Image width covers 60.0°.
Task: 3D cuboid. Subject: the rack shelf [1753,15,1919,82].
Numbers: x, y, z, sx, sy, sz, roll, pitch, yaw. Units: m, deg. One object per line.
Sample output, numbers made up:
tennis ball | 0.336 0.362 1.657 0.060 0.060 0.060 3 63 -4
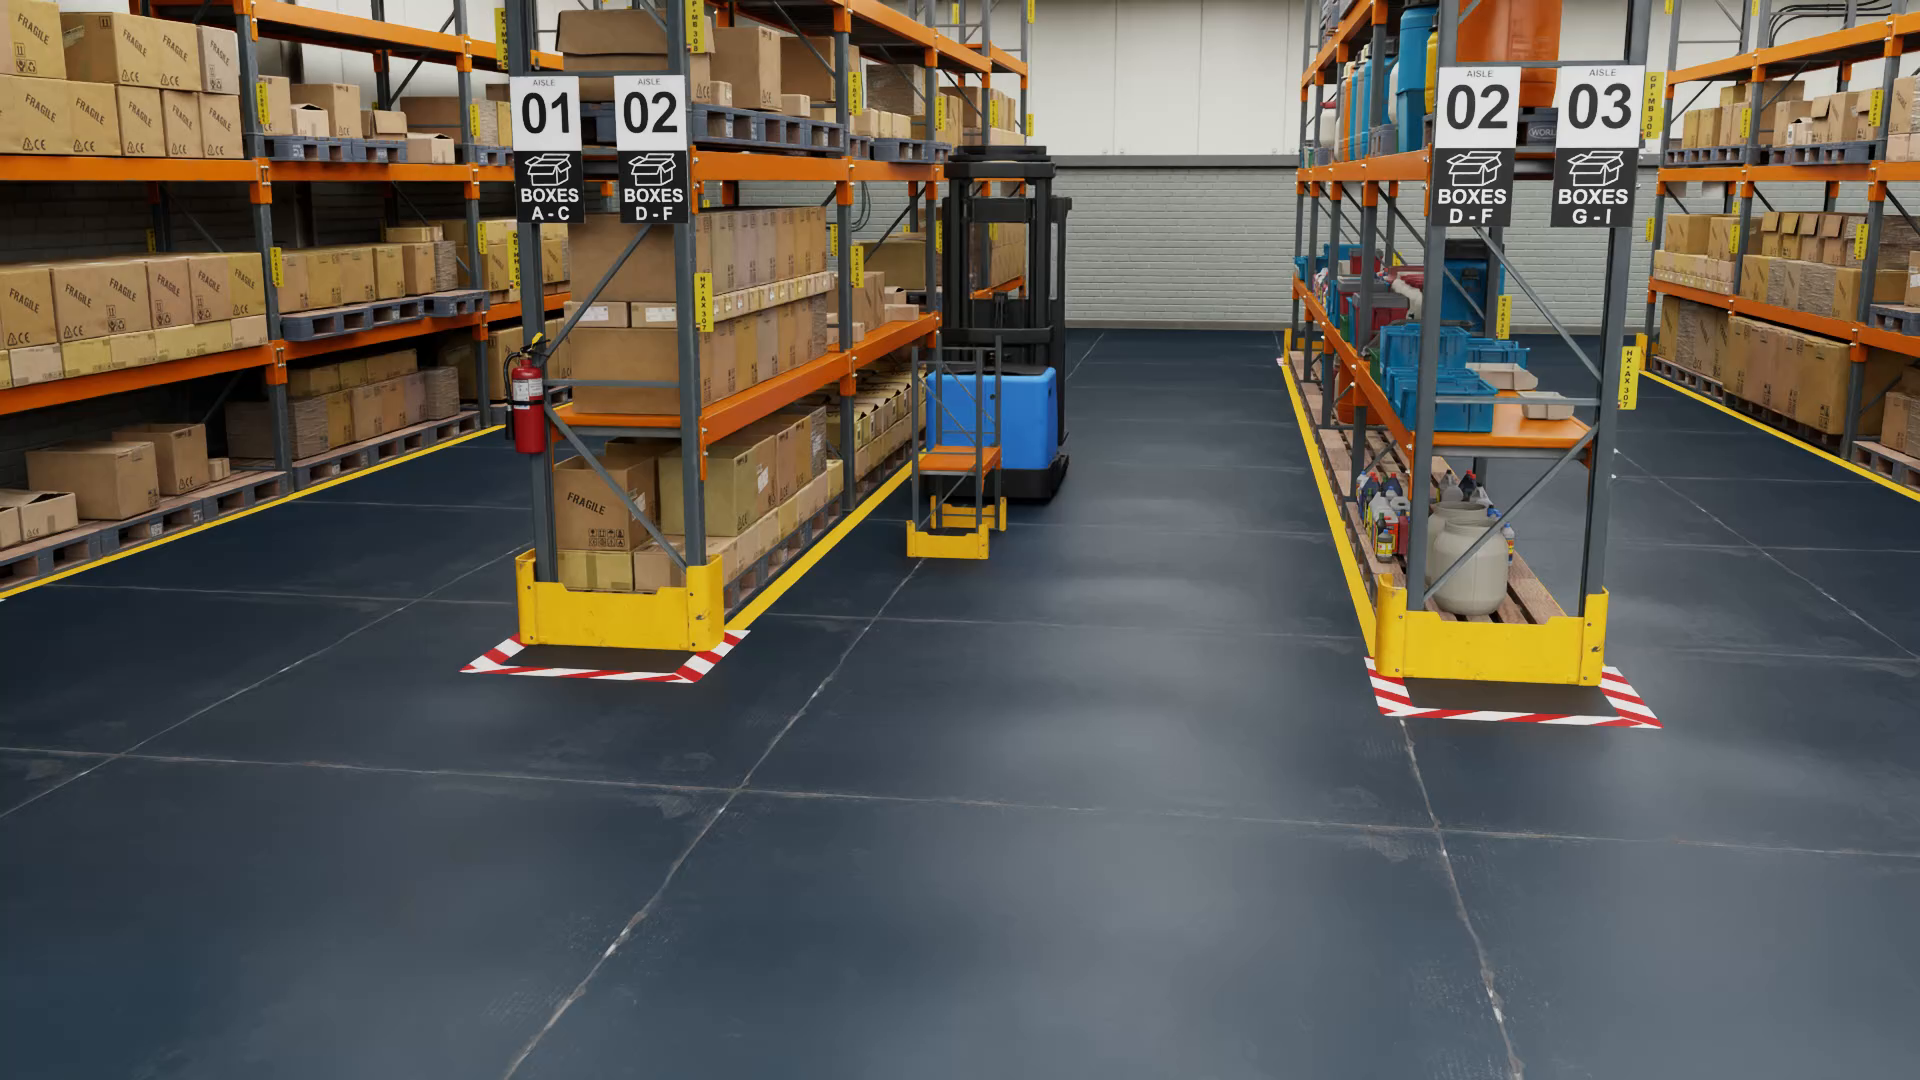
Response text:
rack shelf | 9.348 -5.030 17.129 1.077 0.370 4.000 2 12 9

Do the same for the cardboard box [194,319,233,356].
cardboard box | -6.116 -1.601 13.112 0.500 0.250 0.500 2 12 9

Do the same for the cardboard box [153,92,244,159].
cardboard box | -6.092 -3.288 13.226 0.500 0.500 0.500 2 12 10

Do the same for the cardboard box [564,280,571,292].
cardboard box | -4.985 -3.138 20.483 0.380 0.149 0.250 2 12 9

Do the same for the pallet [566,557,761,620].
pallet | -1.902 0.318 10.516 1.003 0.211 1.213 2 12 9

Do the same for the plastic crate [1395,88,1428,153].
plastic crate | 2.912 -2.588 10.301 0.392 0.384 0.575 2 12 9

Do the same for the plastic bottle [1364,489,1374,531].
plastic bottle | 2.902 -0.216 11.779 0.061 0.283 0.133 2 12 11

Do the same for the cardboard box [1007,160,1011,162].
cardboard box | 0.420 -5.181 22.649 0.500 0.250 0.500 2 12 9

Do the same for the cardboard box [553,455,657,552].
cardboard box | -2.189 -0.233 10.206 0.500 0.500 0.500 2 12 9

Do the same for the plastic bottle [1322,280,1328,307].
plastic bottle | 3.963 -2.667 18.027 0.061 0.283 0.133 2 12 9

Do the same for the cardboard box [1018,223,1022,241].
cardboard box | 0.609 -4.546 23.856 0.500 0.500 0.500 2 12 10

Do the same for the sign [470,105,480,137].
sign | -5.107 -4.410 17.491 0.100 0.325 0.005 2 12 9

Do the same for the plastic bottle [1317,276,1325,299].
plastic bottle | 4.172 -2.884 19.048 0.152 0.276 0.135 2 12 9

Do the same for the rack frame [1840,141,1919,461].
rack frame | 9.040 -2.228 15.711 1.000 3.000 0.127 2 12 9

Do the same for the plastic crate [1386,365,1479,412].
plastic crate | 2.803 -0.899 9.899 0.499 0.251 0.408 2 12 9

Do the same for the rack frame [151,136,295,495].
rack frame | -6.258 -1.877 14.082 1.000 3.000 0.127 2 12 9

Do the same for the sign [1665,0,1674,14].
sign | 9.723 -7.379 22.781 0.100 0.325 0.005 2 12 9

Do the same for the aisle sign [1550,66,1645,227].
aisle sign | 3.194 -1.969 8.341 0.394 0.787 0.004 2 12 9

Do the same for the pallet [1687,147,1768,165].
pallet | 9.982 -4.907 21.232 1.003 0.211 1.213 2 12 9

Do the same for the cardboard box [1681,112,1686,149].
cardboard box | 10.244 -5.553 22.547 0.700 0.500 0.500 1 12 5

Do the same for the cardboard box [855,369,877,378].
cardboard box | -1.118 -1.585 16.929 0.500 0.311 0.500 2 12 11

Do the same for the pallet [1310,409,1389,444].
pallet | 4.227 -1.191 17.517 1.003 0.211 1.213 2 12 9

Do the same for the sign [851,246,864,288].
sign | -0.814 -2.161 13.159 0.100 0.325 0.005 2 12 9

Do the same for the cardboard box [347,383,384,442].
cardboard box | -6.013 -1.238 16.006 0.700 0.500 0.500 2 12 9

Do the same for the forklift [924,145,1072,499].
forklift | 0.419 -2.037 14.987 1.130 2.935 3.031 2 12 8

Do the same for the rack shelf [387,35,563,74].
rack shelf | -5.335 -5.511 19.363 1.077 0.370 4.000 2 12 9

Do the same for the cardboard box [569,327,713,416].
cardboard box | -1.893 -1.030 9.915 0.700 0.500 0.500 2 12 9

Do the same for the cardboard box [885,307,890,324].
cardboard box | -0.888 -2.160 15.990 0.380 0.149 0.250 3 12 13

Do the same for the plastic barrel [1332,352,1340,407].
plastic barrel | 4.379 -1.752 18.232 0.600 0.588 0.708 2 12 9

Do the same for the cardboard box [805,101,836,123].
cardboard box | -1.258 -3.443 13.590 0.500 0.250 0.500 3 13 15

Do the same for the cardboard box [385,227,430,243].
cardboard box | -5.701 -3.150 17.169 0.380 0.149 0.250 0 12 -1

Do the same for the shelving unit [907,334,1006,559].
shelving unit | -0.012 -0.717 12.262 0.587 1.500 1.083 2 12 9

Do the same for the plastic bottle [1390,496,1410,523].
plastic bottle | 3.053 -0.157 11.525 0.152 0.276 0.135 2 12 9

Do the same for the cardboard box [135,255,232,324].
cardboard box | -6.096 -1.967 13.030 0.500 0.500 0.500 2 12 8

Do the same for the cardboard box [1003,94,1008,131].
cardboard box | 0.289 -5.903 23.032 0.700 0.500 0.500 2 12 9

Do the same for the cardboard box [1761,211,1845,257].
cardboard box | 9.566 -3.467 18.841 0.797 0.503 0.637 2 12 7

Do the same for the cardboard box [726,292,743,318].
cardboard box | -1.586 -1.484 10.484 0.380 0.149 0.250 2 12 8

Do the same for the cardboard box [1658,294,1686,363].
cardboard box | 10.251 -2.924 22.988 0.875 0.875 0.875 2 12 9

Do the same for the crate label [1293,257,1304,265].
crate label | 5.014 -3.960 24.006 0.416 0.233 0.303 2 12 9

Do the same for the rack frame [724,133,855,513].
rack frame | -1.363 -1.717 13.341 1.000 3.000 0.127 2 12 9

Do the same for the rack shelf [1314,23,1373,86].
rack shelf | 4.454 -5.190 17.874 1.077 0.370 4.000 2 12 9

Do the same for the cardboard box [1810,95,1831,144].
cardboard box | 9.334 -4.376 17.317 0.797 0.503 0.637 2 12 8

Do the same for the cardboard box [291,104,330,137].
cardboard box | -6.000 -3.744 14.842 0.500 0.311 0.500 2 12 10

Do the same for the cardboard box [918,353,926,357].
cardboard box | -0.238 -1.842 18.808 0.500 0.500 0.500 2 12 8

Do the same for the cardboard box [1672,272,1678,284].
cardboard box | 9.734 -3.493 22.179 0.380 0.149 0.250 2 12 8

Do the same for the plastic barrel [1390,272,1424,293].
plastic barrel | 4.199 -2.222 15.418 0.421 0.512 0.421 0 12 0

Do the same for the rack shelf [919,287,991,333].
rack shelf | -0.440 -2.614 19.212 1.077 0.370 4.000 2 12 9

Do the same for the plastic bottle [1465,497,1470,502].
plastic bottle | 3.504 -0.162 11.528 0.061 0.283 0.133 2 12 9

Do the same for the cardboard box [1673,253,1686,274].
cardboard box | 9.776 -3.661 22.012 0.500 0.250 0.500 1 12 7

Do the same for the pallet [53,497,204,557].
pallet | -6.512 -0.118 12.540 1.003 0.211 1.213 2 12 9

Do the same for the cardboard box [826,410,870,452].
cardboard box | -1.053 -0.930 13.889 0.500 0.311 0.500 2 12 9

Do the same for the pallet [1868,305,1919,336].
pallet | 9.036 -1.982 15.027 1.213 0.211 1.003 2 12 9
